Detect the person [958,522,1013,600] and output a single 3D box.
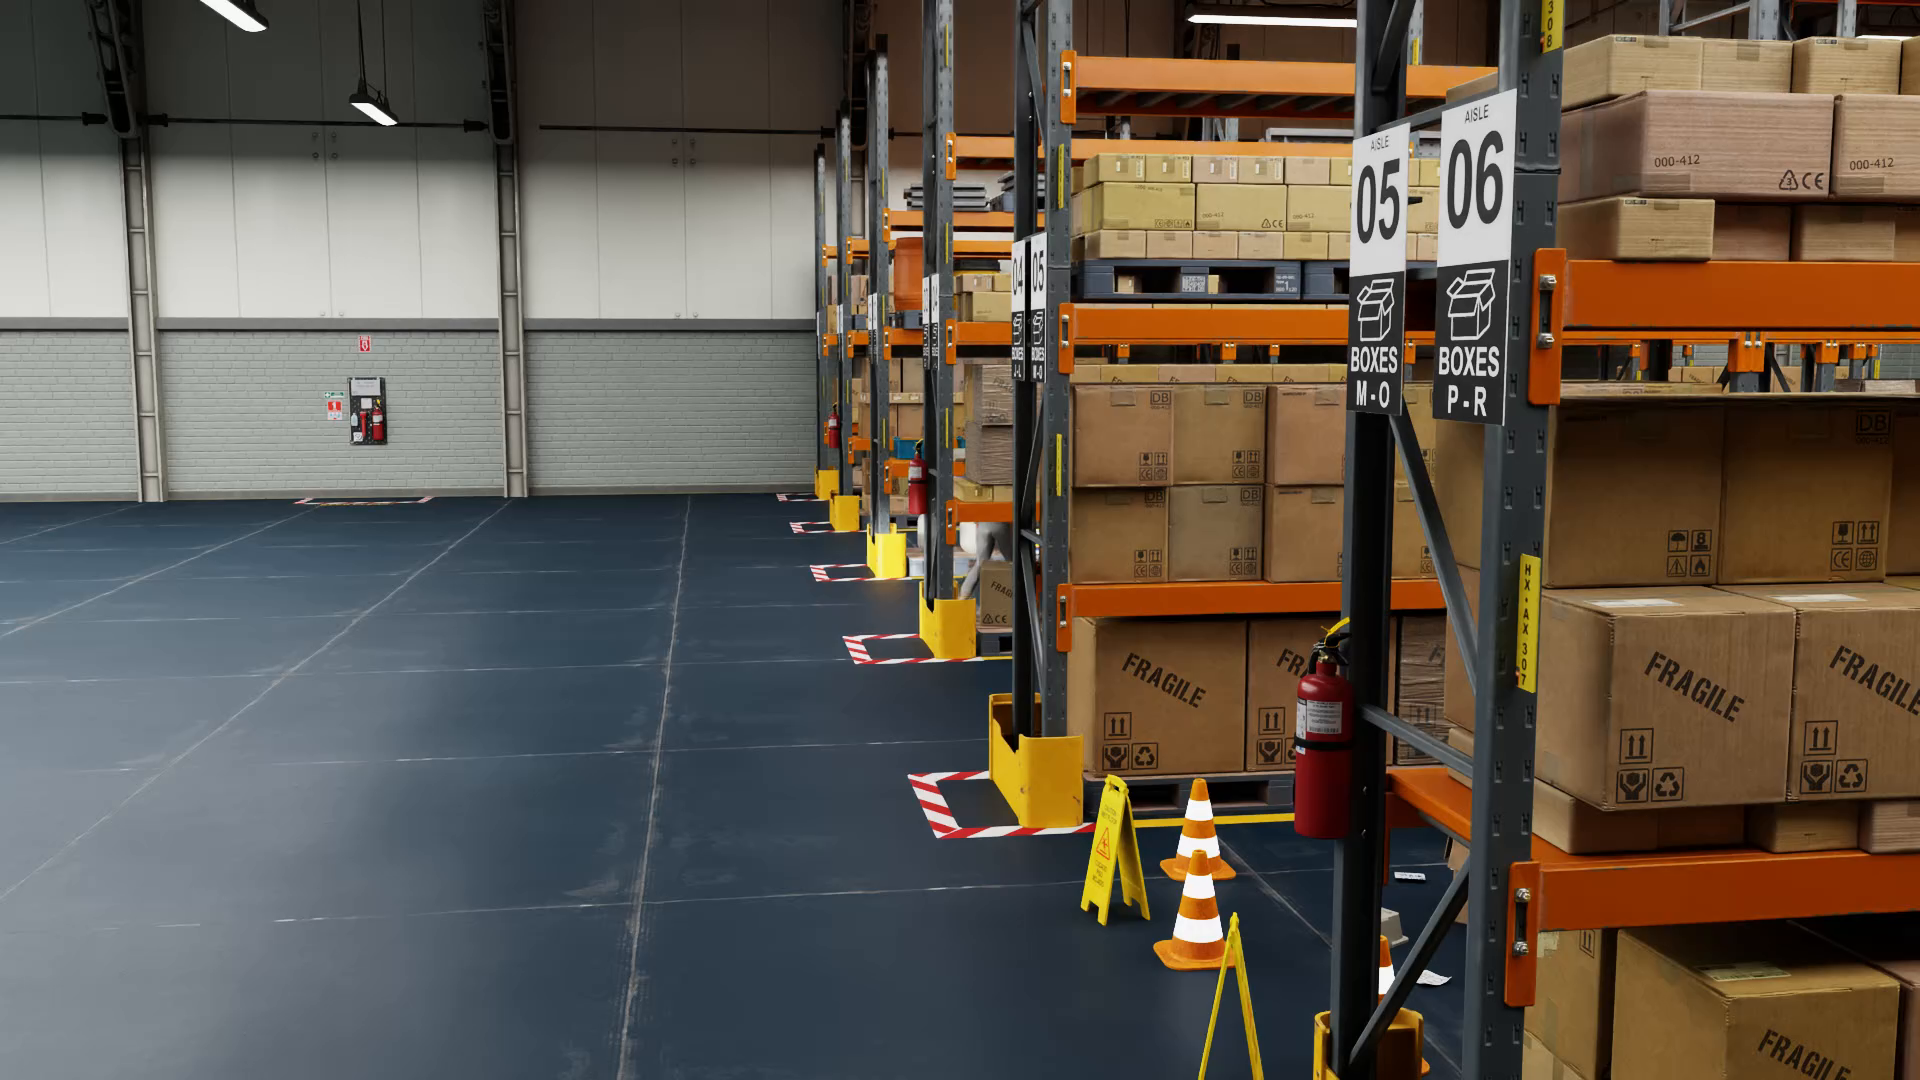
[{"bbox_3d":[0.274,-0.084,16.094,0.533,1.627,0.696,4,8,33],"label":"person"}]
